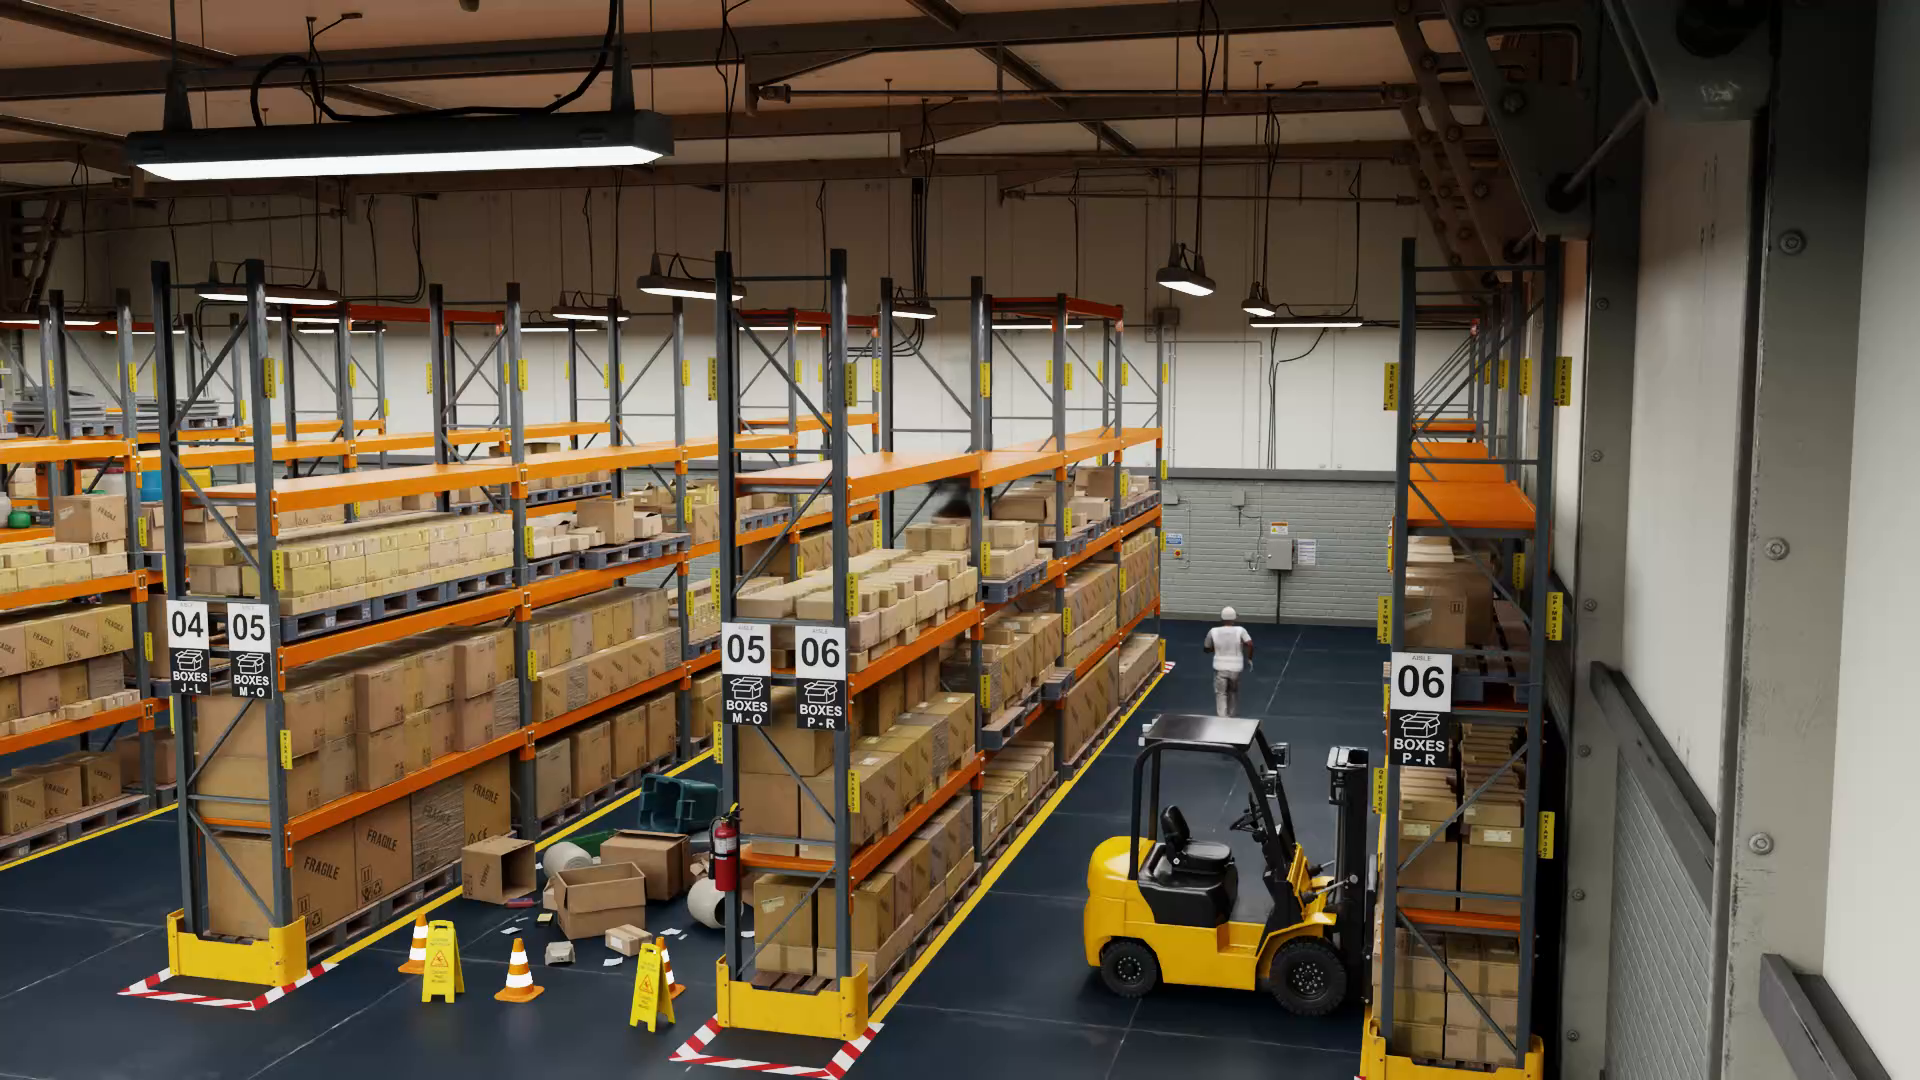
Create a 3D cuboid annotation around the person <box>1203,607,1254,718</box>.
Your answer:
[{"bbox_3d":[3.702,1.811,23.013,0.679,1.781,0.992,0,6,5],"label":"person"}]
